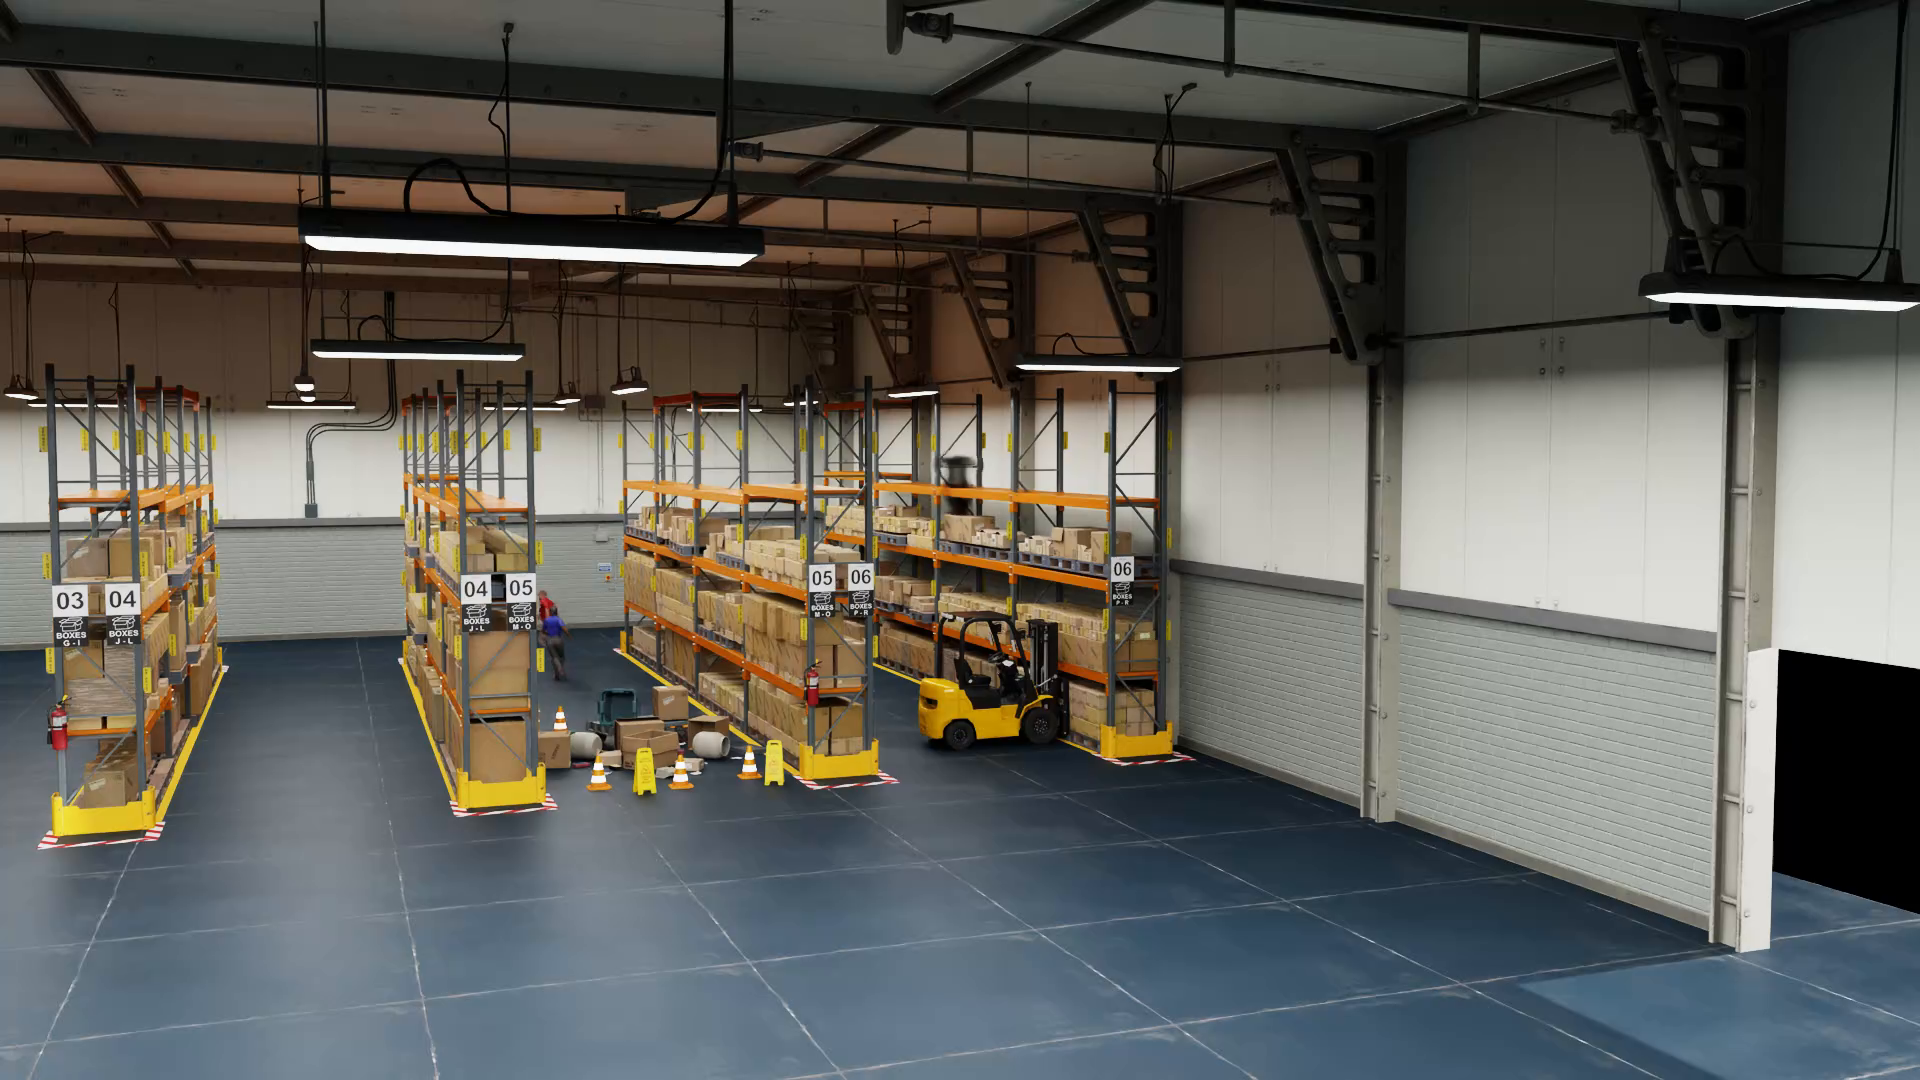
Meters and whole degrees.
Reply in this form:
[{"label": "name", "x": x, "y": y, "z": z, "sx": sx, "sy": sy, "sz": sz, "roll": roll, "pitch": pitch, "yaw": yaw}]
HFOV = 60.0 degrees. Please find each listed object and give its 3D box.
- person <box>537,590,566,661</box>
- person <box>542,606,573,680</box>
[{"label": "person", "x": -9.487, "y": 1.958, "z": 38.184, "sx": 0.842, "sy": 1.615, "sz": 0.671, "roll": 1, "pitch": 3, "yaw": 14}, {"label": "person", "x": -8.519, "y": 2.206, "z": 35.092, "sx": 0.695, "sy": 1.569, "sz": 0.594, "roll": 0, "pitch": 3, "yaw": 3}]
